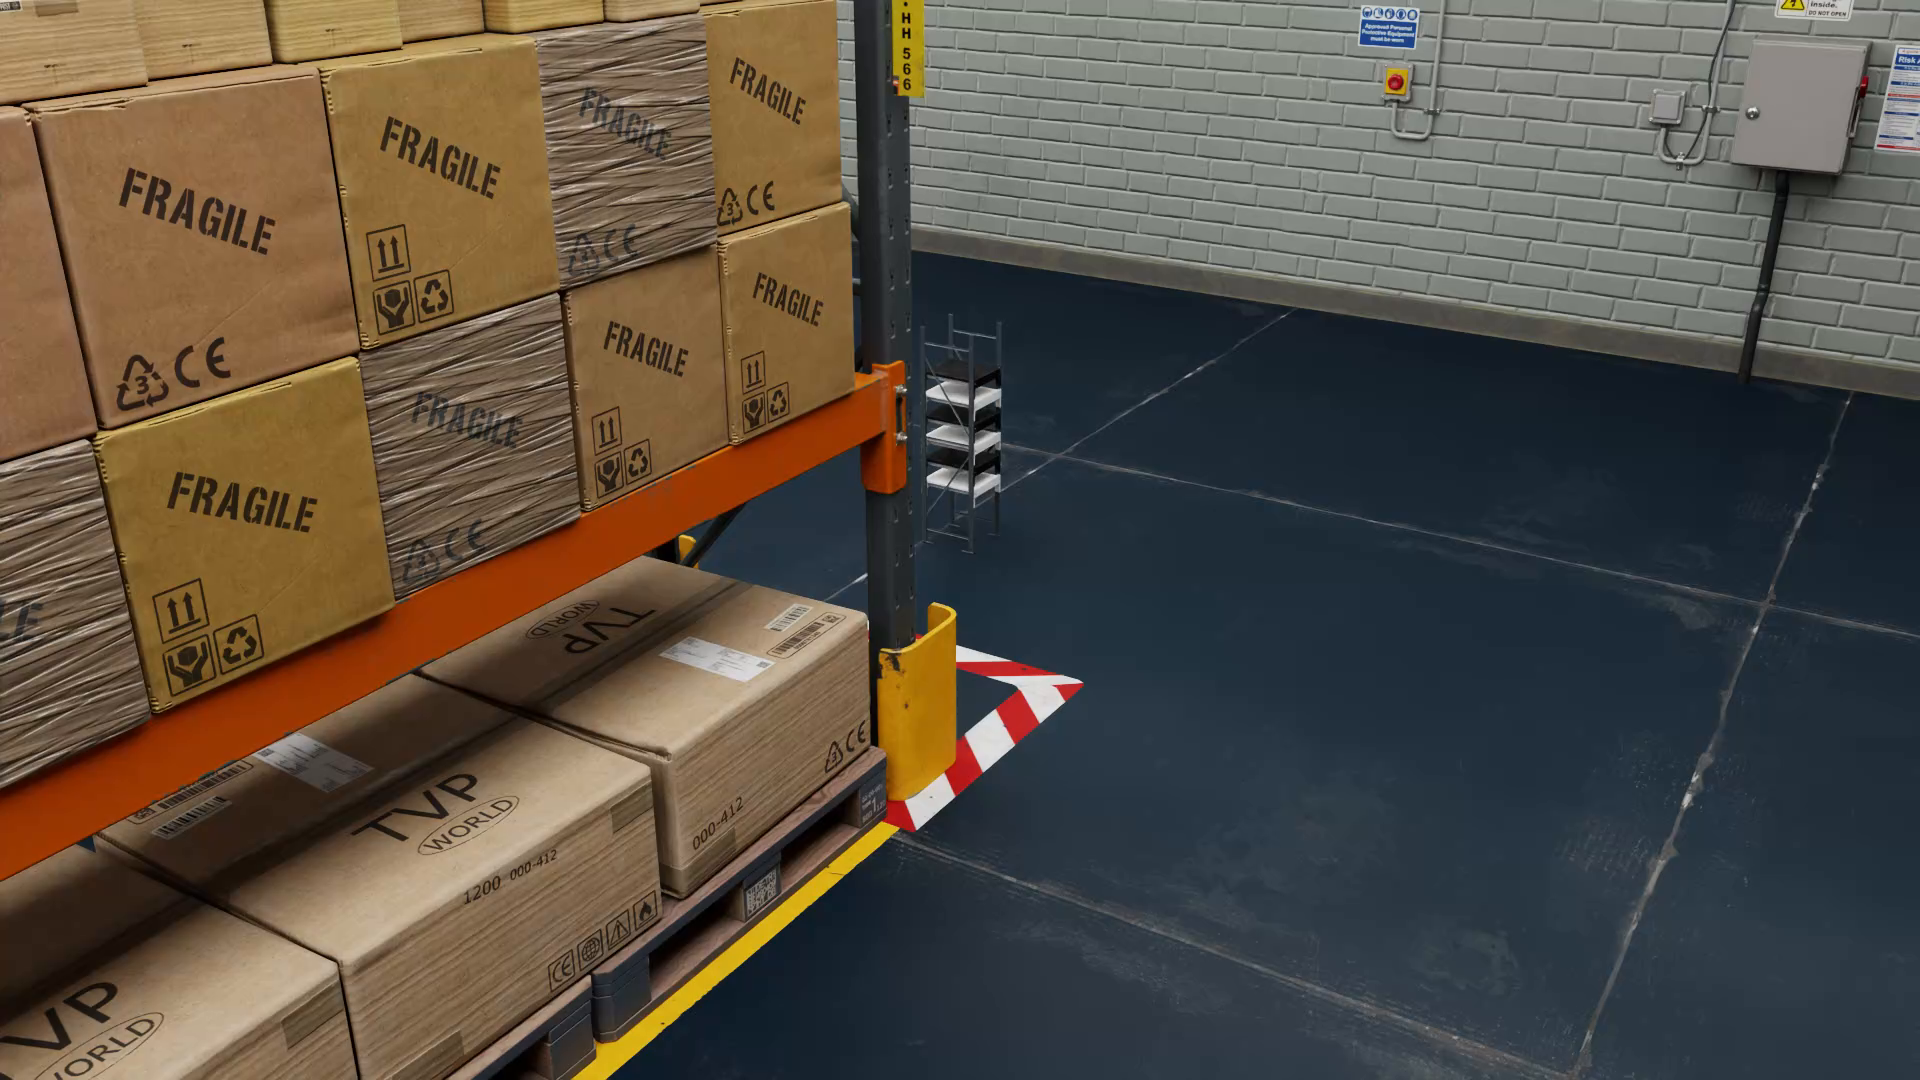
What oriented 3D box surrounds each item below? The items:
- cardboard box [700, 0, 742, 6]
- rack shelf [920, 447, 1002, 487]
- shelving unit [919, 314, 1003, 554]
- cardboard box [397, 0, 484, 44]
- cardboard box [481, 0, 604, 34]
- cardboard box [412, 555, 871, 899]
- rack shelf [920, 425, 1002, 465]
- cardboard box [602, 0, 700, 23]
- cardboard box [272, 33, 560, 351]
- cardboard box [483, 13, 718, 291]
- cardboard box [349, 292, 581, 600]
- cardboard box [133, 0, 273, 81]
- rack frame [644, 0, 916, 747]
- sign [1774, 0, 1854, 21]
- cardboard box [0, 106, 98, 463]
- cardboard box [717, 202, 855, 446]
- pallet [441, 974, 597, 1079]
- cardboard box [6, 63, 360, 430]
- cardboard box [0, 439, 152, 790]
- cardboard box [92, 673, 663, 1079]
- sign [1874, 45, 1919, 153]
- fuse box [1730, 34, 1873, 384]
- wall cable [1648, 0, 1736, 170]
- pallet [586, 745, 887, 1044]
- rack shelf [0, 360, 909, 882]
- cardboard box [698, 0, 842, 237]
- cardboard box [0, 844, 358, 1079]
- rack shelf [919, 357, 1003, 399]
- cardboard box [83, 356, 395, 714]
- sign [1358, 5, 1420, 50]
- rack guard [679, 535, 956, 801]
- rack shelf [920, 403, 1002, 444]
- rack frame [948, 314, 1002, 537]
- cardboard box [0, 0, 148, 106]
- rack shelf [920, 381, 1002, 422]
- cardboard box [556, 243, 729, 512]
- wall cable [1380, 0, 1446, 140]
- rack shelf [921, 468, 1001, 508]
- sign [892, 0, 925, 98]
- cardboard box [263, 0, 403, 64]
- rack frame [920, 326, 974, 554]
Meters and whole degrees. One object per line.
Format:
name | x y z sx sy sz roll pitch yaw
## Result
cardboard box | -0.719 -1.310 3.798 0.380 0.149 0.250 14 27 30
rack shelf | 0.004 -0.303 6.627 0.258 0.077 0.200 14 27 29
shelving unit | 0.004 -0.416 6.578 0.258 0.900 0.210 14 27 29
cardboard box | -1.150 -1.055 3.210 0.380 0.149 0.250 14 27 28
cardboard box | -0.952 -1.128 3.380 0.380 0.149 0.250 15 27 30
cardboard box | -0.850 0.466 4.595 0.875 0.438 0.875 13 27 27
rack shelf | 0.004 -0.385 6.591 0.258 0.077 0.200 14 27 29
cardboard box | -0.784 -1.205 3.556 0.380 0.149 0.250 14 27 28
cardboard box | -1.153 -0.704 3.217 0.500 0.500 0.500 14 27 29
cardboard box | -0.890 -0.870 3.601 0.500 0.500 0.500 14 27 29
cardboard box | -1.157 -0.247 3.418 0.500 0.500 0.500 15 27 30
cardboard box | -1.387 -0.873 2.791 0.380 0.149 0.250 15 27 31
rack frame | -0.587 -0.761 4.732 1.000 3.000 0.127 14 27 29
sign | 4.138 -2.640 8.033 0.339 0.242 0.001 14 27 29
cardboard box | -1.688 -0.365 2.434 0.500 0.500 0.500 14 27 30
cardboard box | -0.616 -0.589 4.208 0.500 0.500 0.500 14 27 29
pallet | -1.586 1.215 3.677 1.003 0.211 1.213 14 27 29
cardboard box | -1.420 -0.535 2.826 0.500 0.500 0.500 14 27 29
cardboard box | -1.690 0.104 2.608 0.500 0.500 0.500 14 27 29
cardboard box | -1.326 0.777 3.877 0.875 0.438 0.875 15 27 30
sign | 4.604 -2.102 7.950 0.329 0.494 0.001 14 27 29
fuse box | 4.075 -1.588 8.265 0.539 1.711 0.414 14 27 29
wall cable | 3.579 -2.842 8.260 0.588 1.984 0.122 14 27 29
pallet | -0.942 0.805 4.625 1.003 0.211 1.213 14 27 29
rack shelf | -1.642 0.244 3.316 1.077 0.370 4.000 14 27 29
cardboard box | -0.639 -1.053 4.022 0.500 0.500 0.500 15 28 31
cardboard box | -1.803 1.081 3.175 0.875 0.438 0.875 13 27 27
rack shelf | 0.004 -0.633 6.484 0.258 0.077 0.200 14 27 29
cardboard box | -1.418 -0.070 3.009 0.500 0.500 0.500 15 27 30
sign | 2.359 -2.824 9.157 0.327 0.218 0.001 14 27 29
rack guard | -0.574 0.378 5.247 1.175 0.500 0.348 14 27 29
rack shelf | 0.004 -0.468 6.555 0.258 0.077 0.200 14 27 29
rack frame | 0.058 -0.450 6.657 0.240 0.900 0.006 14 27 29
cardboard box | -1.490 -0.776 2.565 0.380 0.149 0.250 14 27 29
rack shelf | 0.004 -0.550 6.519 0.258 0.077 0.200 14 27 29
cardboard box | -0.894 -0.422 3.824 0.500 0.500 0.500 13 27 28
wall cable | 2.368 -3.150 8.931 0.585 1.953 0.123 14 27 29
rack shelf | 0.004 -0.220 6.662 0.258 0.077 0.200 14 27 29
sign | -0.133 -1.283 4.181 0.100 0.325 0.005 14 27 29
cardboard box | -1.232 -0.958 2.986 0.380 0.149 0.250 15 27 30
rack frame | -0.049 -0.381 6.498 0.240 0.900 0.006 14 27 29
